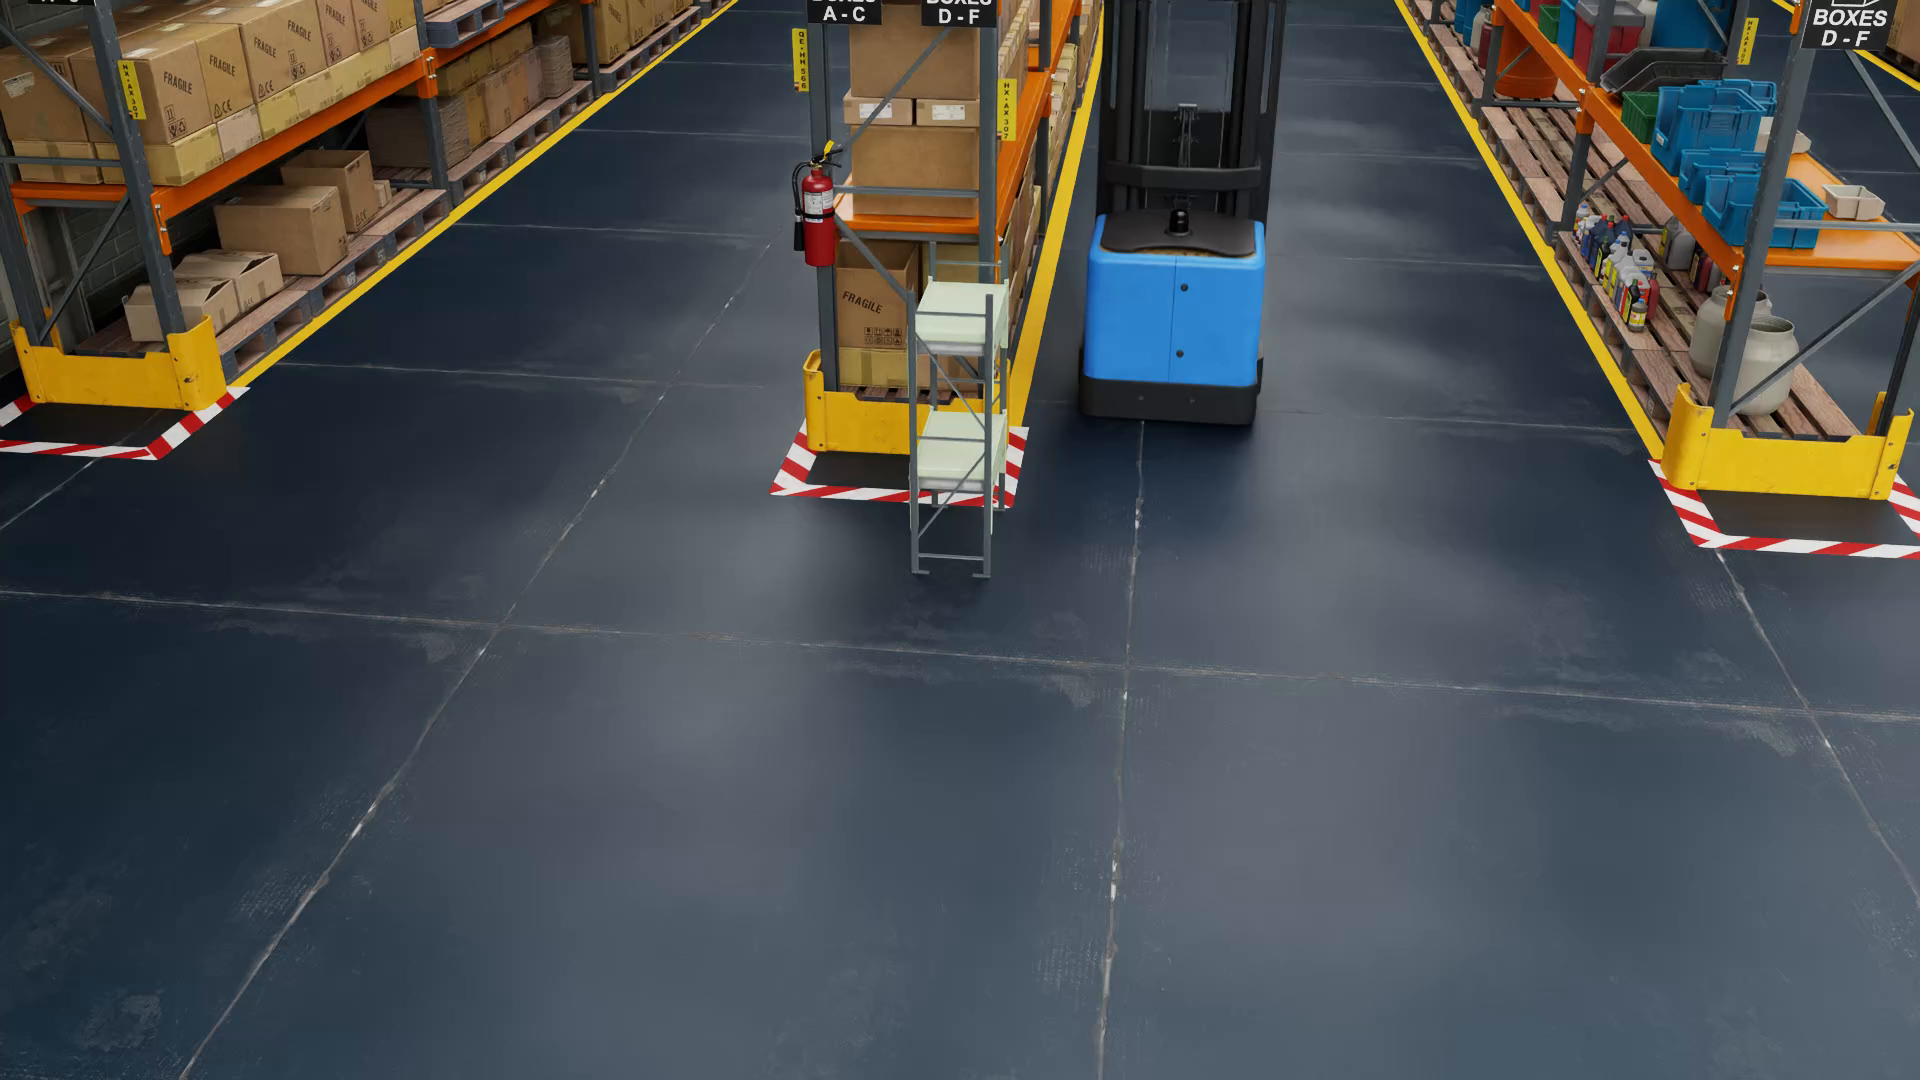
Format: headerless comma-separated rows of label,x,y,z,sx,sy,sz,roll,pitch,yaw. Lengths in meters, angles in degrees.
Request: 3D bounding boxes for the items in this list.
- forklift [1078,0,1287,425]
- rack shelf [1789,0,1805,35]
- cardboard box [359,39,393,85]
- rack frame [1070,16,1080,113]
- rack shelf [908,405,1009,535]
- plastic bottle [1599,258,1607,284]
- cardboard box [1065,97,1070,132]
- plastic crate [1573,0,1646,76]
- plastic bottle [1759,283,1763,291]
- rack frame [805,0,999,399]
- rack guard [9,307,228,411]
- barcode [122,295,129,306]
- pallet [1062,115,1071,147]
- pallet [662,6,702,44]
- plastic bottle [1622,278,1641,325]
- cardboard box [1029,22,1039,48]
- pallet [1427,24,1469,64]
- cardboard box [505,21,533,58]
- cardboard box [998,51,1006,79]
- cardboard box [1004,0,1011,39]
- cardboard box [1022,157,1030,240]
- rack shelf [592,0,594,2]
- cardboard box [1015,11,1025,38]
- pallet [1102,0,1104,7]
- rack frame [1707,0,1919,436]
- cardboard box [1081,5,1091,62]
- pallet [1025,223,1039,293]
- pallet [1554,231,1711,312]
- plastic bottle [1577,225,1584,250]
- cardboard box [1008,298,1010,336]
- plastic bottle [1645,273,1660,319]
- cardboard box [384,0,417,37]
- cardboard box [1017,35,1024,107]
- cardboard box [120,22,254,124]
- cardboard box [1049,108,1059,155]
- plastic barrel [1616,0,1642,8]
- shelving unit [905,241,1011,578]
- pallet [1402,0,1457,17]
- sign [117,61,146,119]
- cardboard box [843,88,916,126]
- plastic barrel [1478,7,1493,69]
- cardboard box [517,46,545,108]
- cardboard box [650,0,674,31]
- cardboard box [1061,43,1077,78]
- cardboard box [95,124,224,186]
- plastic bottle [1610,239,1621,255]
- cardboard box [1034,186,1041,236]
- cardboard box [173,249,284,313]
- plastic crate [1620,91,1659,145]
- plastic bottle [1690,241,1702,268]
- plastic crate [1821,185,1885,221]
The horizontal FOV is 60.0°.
forklift,1.445,-2.650,10.578,1.130,2.935,3.031,4,29,7
rack shelf,4.859,-3.560,9.791,1.077,0.370,4.000,3,28,6
cardboard box,-4.554,-3.541,12.297,0.500,0.250,0.500,3,29,6
rack frame,0.679,-5.670,16.111,1.000,3.000,0.127,3,28,6
rack shelf,-0.001,-0.370,8.543,0.431,0.370,0.720,3,28,6
plastic bottle,4.513,-1.882,11.568,0.097,0.201,0.097,0,28,0
cardboard box,0.732,-3.903,15.288,0.500,0.250,0.500,4,29,7
plastic crate,4.860,-3.771,12.520,0.402,0.464,0.583,3,28,6
plastic bottle,5.192,-1.553,10.870,0.061,0.283,0.133,4,29,7
rack frame,-0.301,-1.904,9.121,1.000,3.000,0.127,3,28,6
rack guard,-5.209,-1.125,10.312,1.175,0.500,0.348,3,28,6
barcode,-5.439,-1.556,10.838,0.001,0.075,0.075,3,28,6
pallet,0.539,-4.057,16.058,1.003,0.211,1.213,3,28,6
pallet,-3.767,-6.243,20.116,1.003,0.211,1.213,3,28,6
plastic bottle,4.401,-1.558,10.880,0.061,0.283,0.133,4,29,7
cardboard box,0.500,-4.081,13.428,0.380,0.149,0.250,3,28,6
pallet,5.949,-5.675,19.060,1.003,0.211,1.213,3,28,6
cardboard box,-4.406,-4.773,15.827,0.500,0.250,0.500,4,29,7
cardboard box,0.086,-2.892,10.166,0.380,0.149,0.250,2,28,4
cardboard box,-0.044,-3.484,10.581,0.700,0.500,0.500,3,28,6
cardboard box,0.219,-2.390,11.689,0.500,0.500,0.500,3,28,6
rack shelf,-3.993,-6.581,18.561,1.077,0.370,4.000,3,28,6
cardboard box,0.242,-3.497,11.289,0.380,0.149,0.250,3,28,6
pallet,1.401,-7.224,21.937,1.003,0.211,1.213,3,28,6
rack frame,4.614,-1.614,8.584,1.000,3.000,0.127,3,28,6
cardboard box,1.143,-5.443,17.863,0.500,0.500,0.500,3,28,6
pallet,0.050,-2.187,12.587,1.003,0.211,1.213,3,28,6
pallet,4.981,-1.956,12.158,1.003,0.211,1.213,3,28,6
plastic bottle,4.605,-2.239,12.229,0.097,0.201,0.097,0,28,0
cardboard box,0.043,-1.353,10.556,0.500,0.250,0.500,3,28,6
plastic bottle,4.568,-1.613,10.982,0.061,0.283,0.133,3,28,6
cardboard box,-4.479,-4.105,12.554,0.500,0.500,0.500,3,28,6
cardboard box,0.083,-3.373,11.743,0.700,0.500,0.500,3,28,6
cardboard box,-4.791,-2.902,10.321,0.500,0.500,0.500,3,29,6
cardboard box,0.553,-3.423,13.807,0.500,0.311,0.500,3,28,6
plastic barrel,5.529,-4.340,13.500,0.433,0.535,0.433,0,28,0
shelving unit,-0.001,-0.657,8.388,0.431,1.500,0.755,3,28,6
pallet,6.283,-6.960,21.446,1.003,0.211,1.213,3,28,6
sign,-4.679,-2.540,9.389,0.100,0.325,0.005,3,28,6
cardboard box,-0.443,-2.424,9.298,0.380,0.149,0.250,3,28,5
plastic barrel,5.776,-5.266,17.462,0.600,0.588,0.708,3,28,6
cardboard box,-4.453,-4.471,16.059,0.700,0.500,0.500,3,28,6
cardboard box,-3.804,-6.345,19.189,0.750,0.750,0.750,4,29,8
cardboard box,0.859,-4.630,16.047,0.500,0.311,0.500,4,29,8
cardboard box,-4.843,-2.344,10.076,0.500,0.250,0.500,3,28,5
plastic bottle,4.590,-1.974,11.664,0.097,0.271,0.097,0,28,0
cardboard box,0.349,-2.530,12.740,0.500,0.250,0.500,3,28,6
cardboard box,-4.974,-1.789,11.279,0.500,0.311,0.500,6,29,10
plastic crate,4.658,-2.781,10.973,0.450,0.188,0.662,3,28,6
plastic bottle,5.288,-2.114,11.841,0.144,0.351,0.185,2,28,4
plastic crate,5.043,-1.901,9.394,0.298,0.136,0.250,3,28,6
